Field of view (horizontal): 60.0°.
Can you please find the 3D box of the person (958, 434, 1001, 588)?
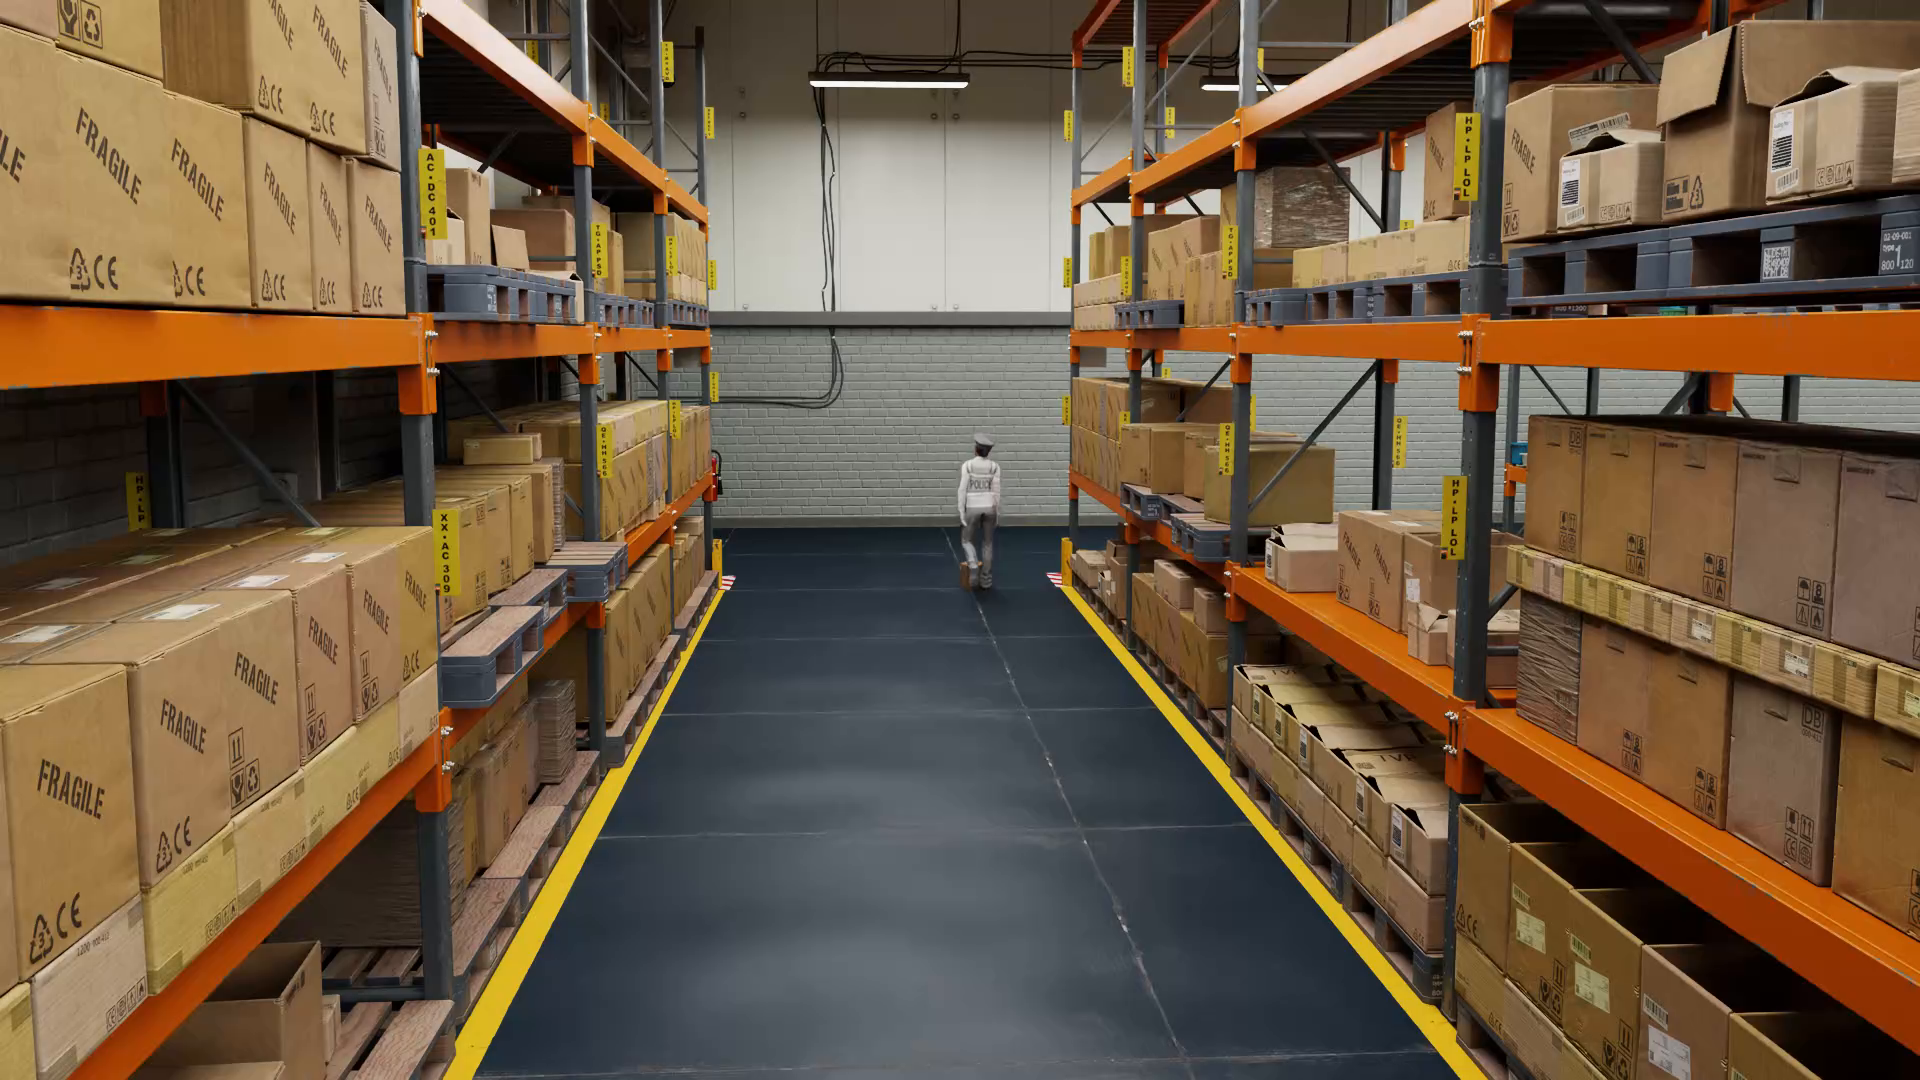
[{"bbox_3d":[0.214,-0.310,18.010,0.485,1.670,0.528,-1,7,-8],"label":"person"}]
